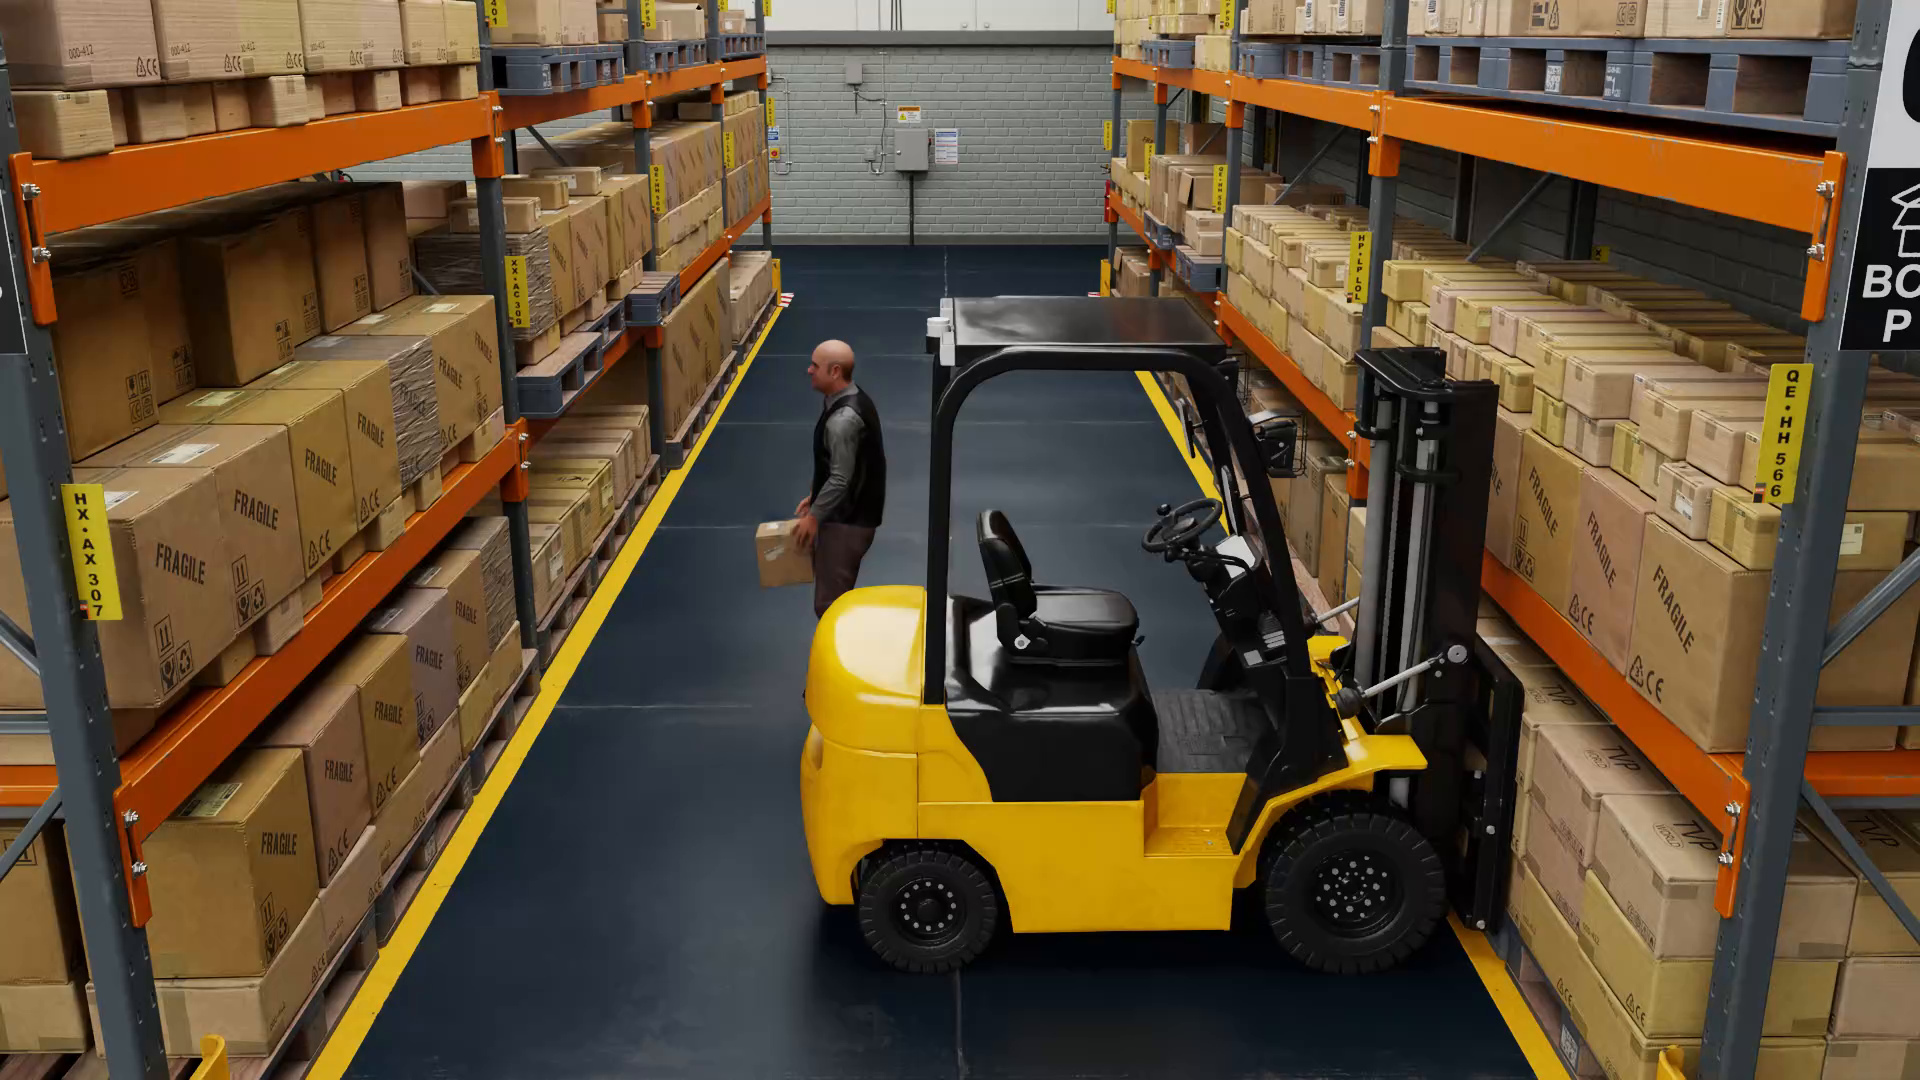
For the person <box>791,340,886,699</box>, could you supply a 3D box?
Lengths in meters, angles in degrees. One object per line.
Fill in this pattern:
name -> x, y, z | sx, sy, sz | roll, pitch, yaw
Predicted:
person -> -0.569, -0.092, 7.877 | 0.446, 1.727, 0.551 | -1, 17, -2
